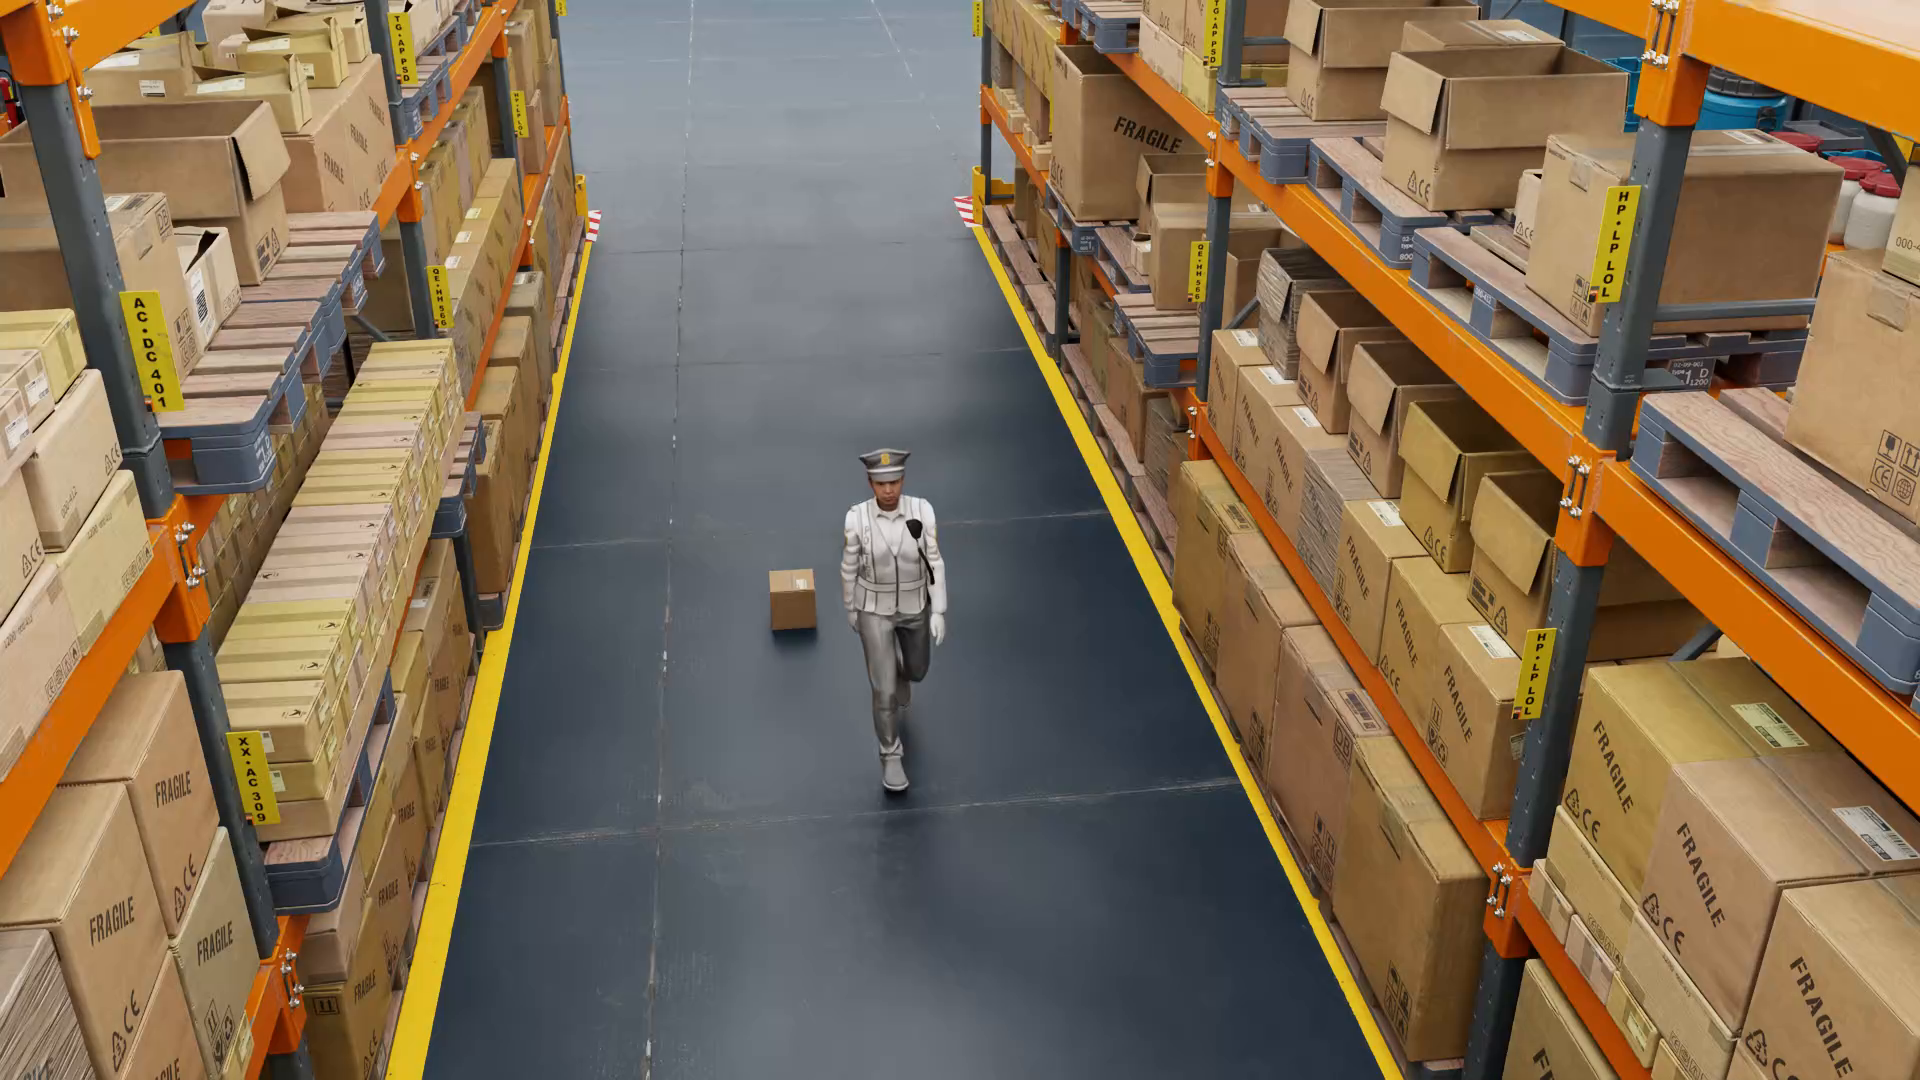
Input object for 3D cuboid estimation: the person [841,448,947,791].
[{"bbox_3d":[-0.323,0.291,8.002,0.479,1.648,0.883,-7,28,-12],"label":"person"}]
